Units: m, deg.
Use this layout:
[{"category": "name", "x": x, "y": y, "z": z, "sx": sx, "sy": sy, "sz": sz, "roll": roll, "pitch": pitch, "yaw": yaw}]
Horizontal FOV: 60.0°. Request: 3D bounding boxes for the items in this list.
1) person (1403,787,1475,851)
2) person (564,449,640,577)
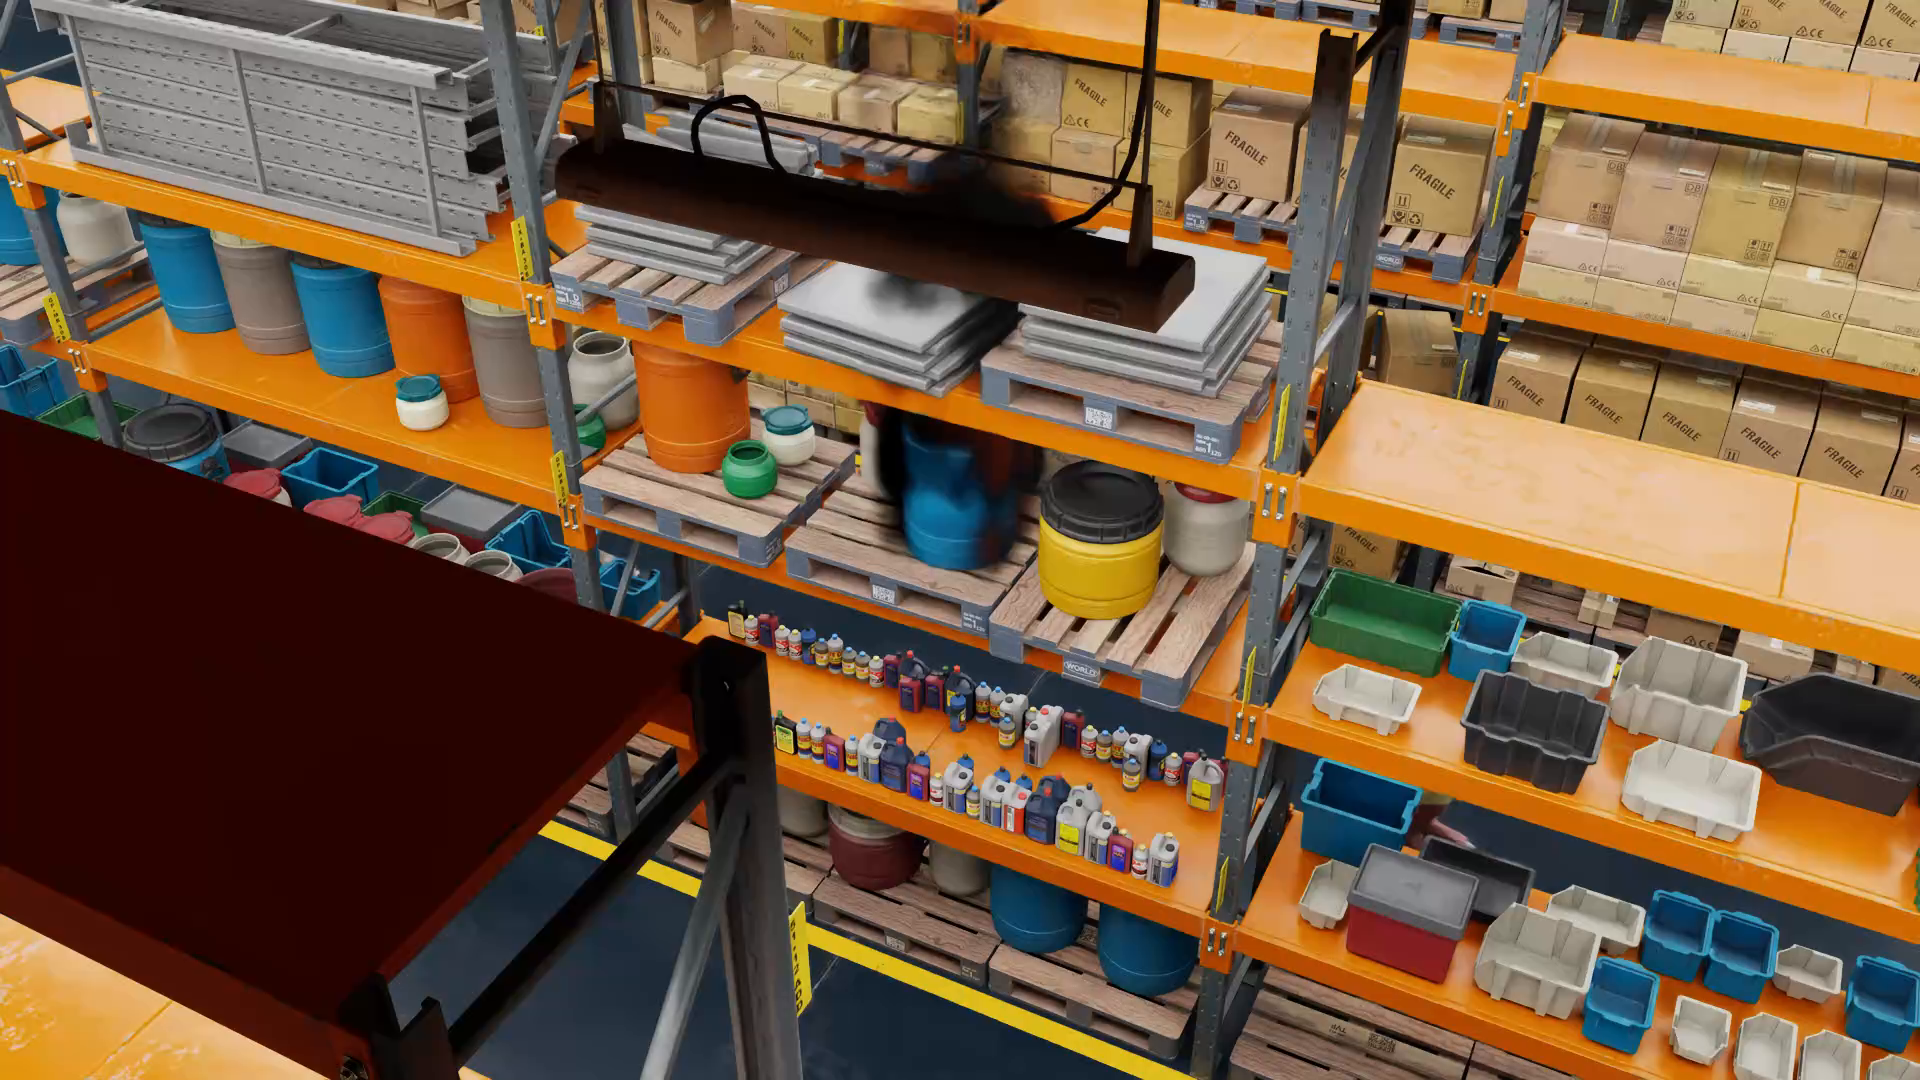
[{"category": "person", "x": 2.925, "y": 1.552, "z": 10.254, "sx": 0.574, "sy": 1.639, "sz": 0.574, "roll": 17, "pitch": 39, "yaw": 23}, {"category": "person", "x": -2.844, "y": -0.272, "z": 12.781, "sx": 0.778, "sy": 1.688, "sz": 0.666, "roll": 12, "pitch": 37, "yaw": 16}]
